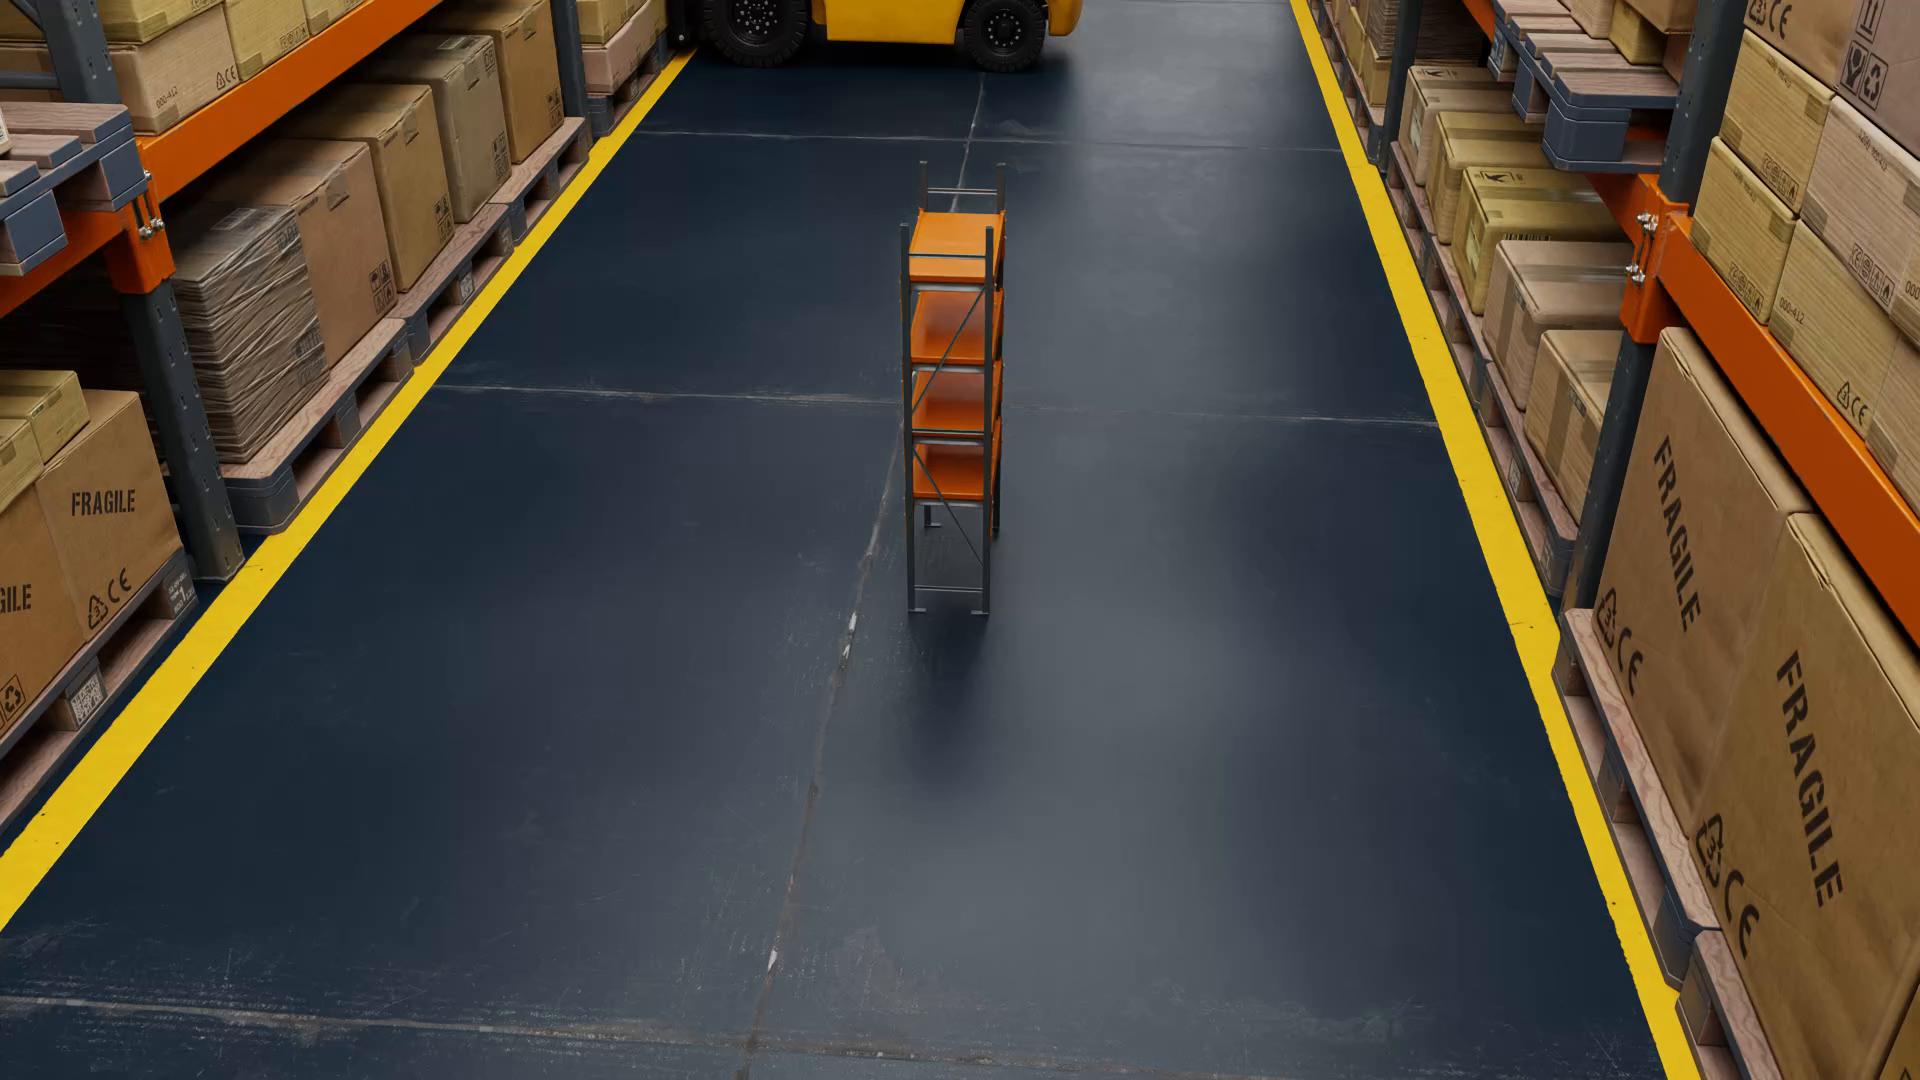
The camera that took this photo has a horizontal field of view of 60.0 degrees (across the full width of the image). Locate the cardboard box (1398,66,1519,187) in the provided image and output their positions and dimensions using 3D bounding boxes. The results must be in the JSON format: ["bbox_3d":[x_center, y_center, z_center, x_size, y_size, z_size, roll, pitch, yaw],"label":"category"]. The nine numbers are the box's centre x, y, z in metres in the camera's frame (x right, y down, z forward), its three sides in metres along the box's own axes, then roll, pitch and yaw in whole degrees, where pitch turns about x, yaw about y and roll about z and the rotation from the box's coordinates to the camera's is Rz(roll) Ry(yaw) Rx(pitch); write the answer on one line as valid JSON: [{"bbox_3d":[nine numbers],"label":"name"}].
[{"bbox_3d":[2.525,-1.864,7.520,0.950,0.372,0.625,3,32,5],"label":"cardboard box"}]

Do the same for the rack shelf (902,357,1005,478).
[{"bbox_3d":[-0.013,-0.367,4.830,0.258,0.148,0.480,2,32,4],"label":"rack shelf"}]

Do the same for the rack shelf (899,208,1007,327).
[{"bbox_3d":[-0.013,-0.759,4.589,0.258,0.148,0.480,2,32,4],"label":"rack shelf"}]

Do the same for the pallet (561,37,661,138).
[{"bbox_3d":[-2.276,-2.515,9.130,1.003,0.211,1.213,2,32,4],"label":"pallet"}]

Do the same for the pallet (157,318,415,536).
[{"bbox_3d":[-2.602,-0.439,5.760,1.003,0.211,1.213,2,32,4],"label":"pallet"}]

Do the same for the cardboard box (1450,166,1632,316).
[{"bbox_3d":[2.415,-1.124,6.320,0.950,0.372,0.625,3,32,6],"label":"cardboard box"}]

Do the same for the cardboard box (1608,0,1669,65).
[{"bbox_3d":[1.981,-1.383,4.475,0.380,0.149,0.250,3,32,5],"label":"cardboard box"}]

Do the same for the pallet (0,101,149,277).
[{"bbox_3d":[-2.693,-0.758,3.803,1.213,0.211,1.003,2,32,4],"label":"pallet"}]

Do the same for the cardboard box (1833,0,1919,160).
[{"bbox_3d":[1.925,-0.948,2.880,0.500,0.500,0.500,3,32,4],"label":"cardboard box"}]

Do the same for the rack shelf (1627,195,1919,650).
[{"bbox_3d":[2.077,0.365,2.484,1.077,0.370,4.000,2,32,4],"label":"rack shelf"}]

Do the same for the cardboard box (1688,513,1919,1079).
[{"bbox_3d":[2.024,0.563,3.103,0.875,0.875,0.875,3,32,5],"label":"cardboard box"}]

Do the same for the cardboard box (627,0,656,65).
[{"bbox_3d":[-1.987,-2.802,9.158,0.500,0.250,0.500,2,32,3],"label":"cardboard box"}]

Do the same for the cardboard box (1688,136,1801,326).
[{"bbox_3d":[1.949,-0.678,3.634,0.500,0.250,0.500,2,32,3],"label":"cardboard box"}]

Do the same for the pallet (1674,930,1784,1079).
[{"bbox_3d":[1.998,1.246,3.028,1.003,0.211,1.213,2,32,4],"label":"pallet"}]

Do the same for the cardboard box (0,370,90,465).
[{"bbox_3d":[-2.496,-0.319,4.272,0.380,0.149,0.250,1,32,2],"label":"cardboard box"}]

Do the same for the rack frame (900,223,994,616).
[{"bbox_3d":[-0.033,-0.297,4.588,0.240,1.200,0.015,2,32,4],"label":"rack frame"}]

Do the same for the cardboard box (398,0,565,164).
[{"bbox_3d":[-2.414,-2.183,7.796,0.875,0.625,0.625,4,32,6],"label":"cardboard box"}]

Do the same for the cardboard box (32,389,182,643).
[{"bbox_3d":[-2.528,-0.081,4.505,0.500,0.500,0.500,3,32,5],"label":"cardboard box"}]

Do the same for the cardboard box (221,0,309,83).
[{"bbox_3d":[-2.382,-1.617,5.158,0.500,0.250,0.500,2,32,3],"label":"cardboard box"}]

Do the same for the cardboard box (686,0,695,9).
[{"bbox_3d":[-1.900,-3.336,10.024,0.500,0.250,0.500,3,32,6],"label":"cardboard box"}]

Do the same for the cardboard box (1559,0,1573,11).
[{"bbox_3d":[1.986,-1.648,4.905,0.380,0.149,0.250,1,32,2],"label":"cardboard box"}]

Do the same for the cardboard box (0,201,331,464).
[{"bbox_3d":[-2.644,-0.690,5.374,0.875,0.625,0.625,3,32,6],"label":"cardboard box"}]

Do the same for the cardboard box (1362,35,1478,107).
[{"bbox_3d":[2.345,-2.407,8.518,0.500,0.250,0.500,4,32,6],"label":"cardboard box"}]

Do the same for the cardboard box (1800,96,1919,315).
[{"bbox_3d":[1.909,-0.611,3.049,0.500,0.250,0.500,3,32,5],"label":"cardboard box"}]

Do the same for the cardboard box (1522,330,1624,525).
[{"bbox_3d":[2.296,-0.342,5.050,0.950,0.372,0.625,0,32,1],"label":"cardboard box"}]

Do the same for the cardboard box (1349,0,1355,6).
[{"bbox_3d":[2.426,-3.260,9.186,0.500,0.500,0.500,4,32,7],"label":"cardboard box"}]

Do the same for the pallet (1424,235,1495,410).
[{"bbox_3d":[2.407,-0.844,6.419,1.003,0.211,1.213,2,32,4],"label":"pallet"}]

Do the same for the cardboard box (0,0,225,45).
[{"bbox_3d":[-2.403,-1.566,4.599,0.500,0.250,0.500,2,32,4],"label":"cardboard box"}]

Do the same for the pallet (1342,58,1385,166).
[{"bbox_3d":[2.585,-2.244,8.690,1.003,0.211,1.213,2,32,4],"label":"pallet"}]

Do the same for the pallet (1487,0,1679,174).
[{"bbox_3d":[2.191,-1.282,4.655,1.213,0.211,1.003,2,32,4],"label":"pallet"}]

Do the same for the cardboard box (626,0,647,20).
[{"bbox_3d":[-1.996,-3.013,9.024,0.500,0.250,0.500,2,32,4],"label":"cardboard box"}]

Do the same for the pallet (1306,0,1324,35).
[{"bbox_3d":[2.783,-3.520,10.760,1.003,0.211,1.213,2,32,4],"label":"pallet"}]

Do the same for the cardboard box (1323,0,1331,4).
[{"bbox_3d":[2.501,-3.502,10.293,0.500,0.250,0.500,4,32,6],"label":"cardboard box"}]

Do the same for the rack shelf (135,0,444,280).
[{"bbox_3d":[-2.545,-1.936,6.219,1.077,0.370,4.000,2,32,4],"label":"rack shelf"}]

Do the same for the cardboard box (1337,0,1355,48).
[{"bbox_3d":[2.425,-2.952,9.401,0.500,0.250,0.500,3,32,5],"label":"cardboard box"}]

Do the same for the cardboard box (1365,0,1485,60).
[{"bbox_3d":[2.346,-2.727,8.321,0.500,0.500,0.500,2,32,3],"label":"cardboard box"}]

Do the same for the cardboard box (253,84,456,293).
[{"bbox_3d":[-2.544,-1.384,6.500,0.875,0.625,0.625,1,32,2],"label":"cardboard box"}]

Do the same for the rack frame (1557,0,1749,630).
[{"bbox_3d":[2.240,-0.987,3.992,1.000,3.000,0.127,2,32,4],"label":"rack frame"}]

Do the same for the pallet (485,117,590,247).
[{"bbox_3d":[-2.403,-1.714,7.831,1.003,0.211,1.213,2,32,4],"label":"pallet"}]

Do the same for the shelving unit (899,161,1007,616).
[{"bbox_3d":[-0.013,-0.424,4.795,0.258,1.200,0.503,2,32,4],"label":"shelving unit"}]

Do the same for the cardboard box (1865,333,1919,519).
[{"bbox_3d":[1.876,-0.134,2.752,0.500,0.250,0.500,3,32,6],"label":"cardboard box"}]

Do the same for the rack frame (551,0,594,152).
[{"bbox_3d":[-2.382,-3.288,7.727,1.000,3.000,0.127,2,32,4],"label":"rack frame"}]
